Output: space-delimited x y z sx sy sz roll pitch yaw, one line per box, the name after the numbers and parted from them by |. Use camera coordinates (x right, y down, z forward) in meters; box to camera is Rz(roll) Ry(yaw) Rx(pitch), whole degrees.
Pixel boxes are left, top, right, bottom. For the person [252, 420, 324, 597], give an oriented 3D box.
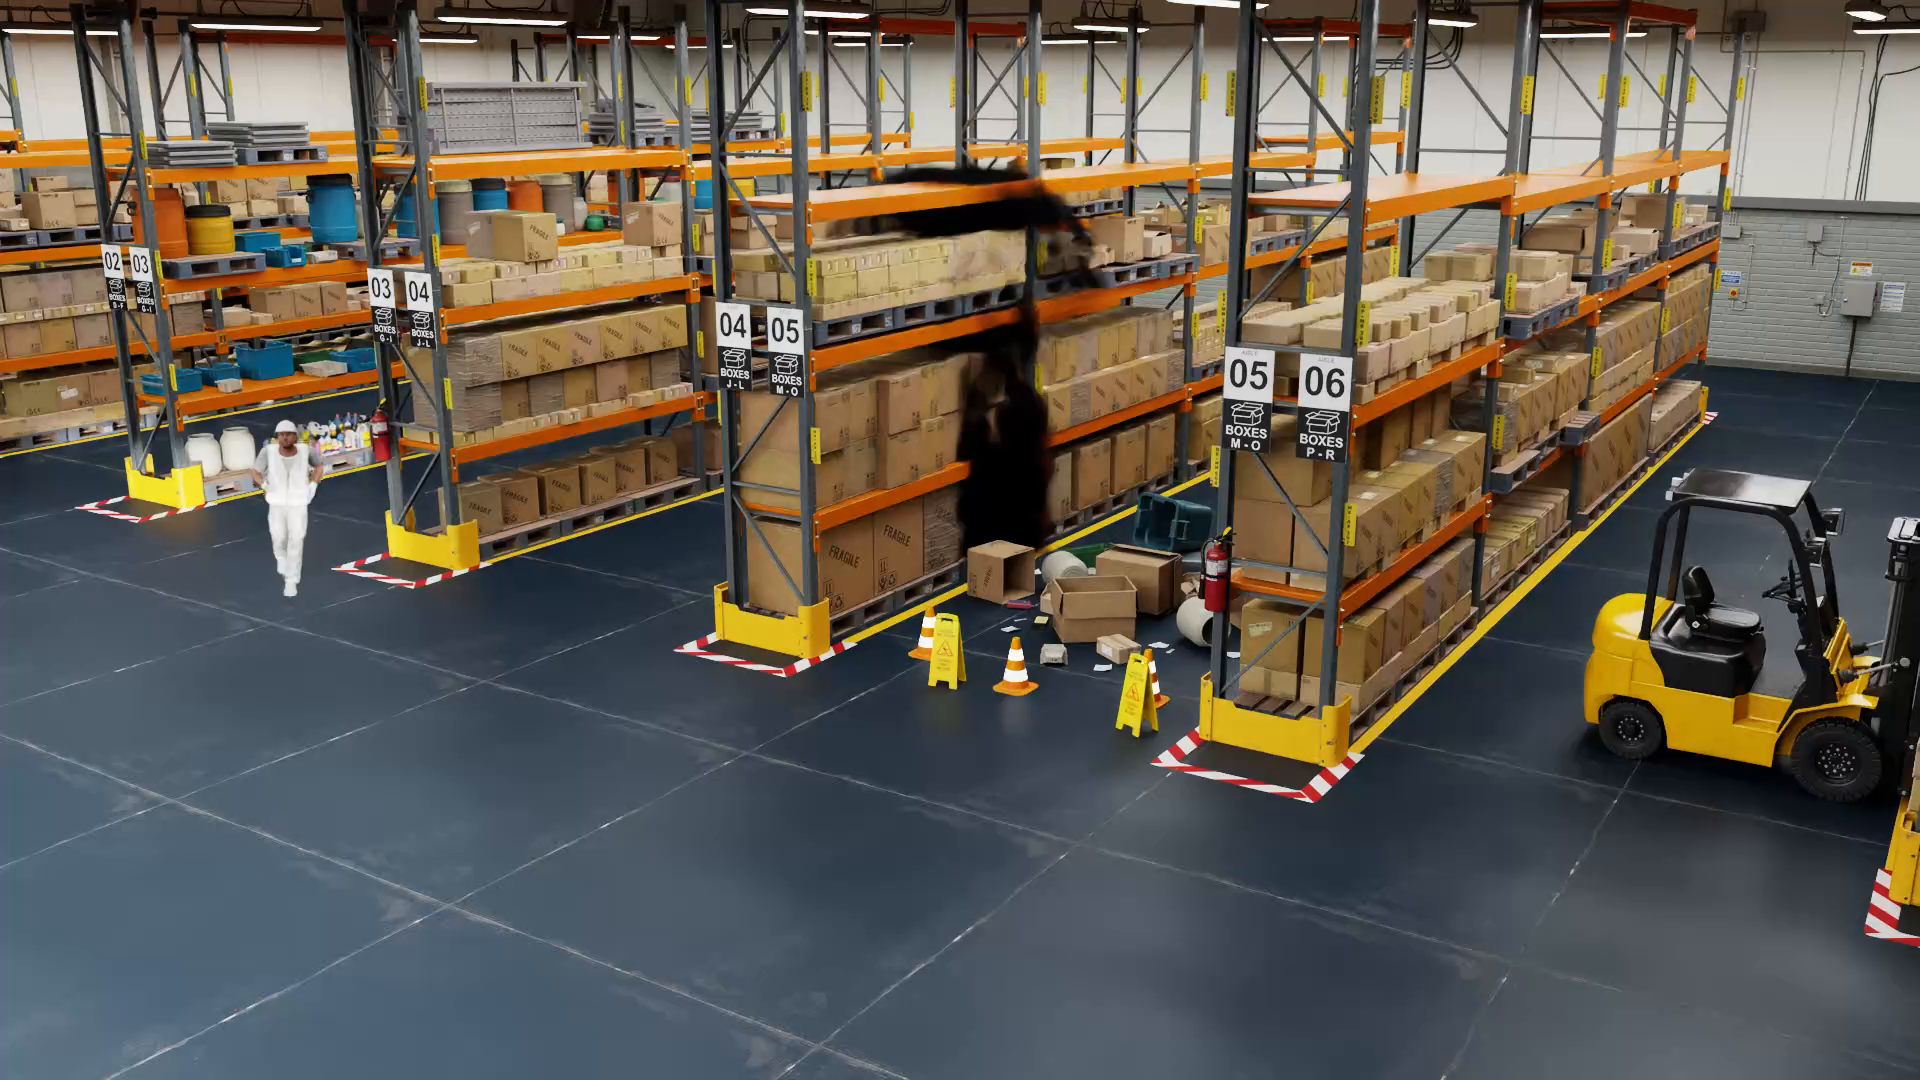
-6.954 -0.380 17.291 0.689 1.789 0.895 -5 16 -16 | person
